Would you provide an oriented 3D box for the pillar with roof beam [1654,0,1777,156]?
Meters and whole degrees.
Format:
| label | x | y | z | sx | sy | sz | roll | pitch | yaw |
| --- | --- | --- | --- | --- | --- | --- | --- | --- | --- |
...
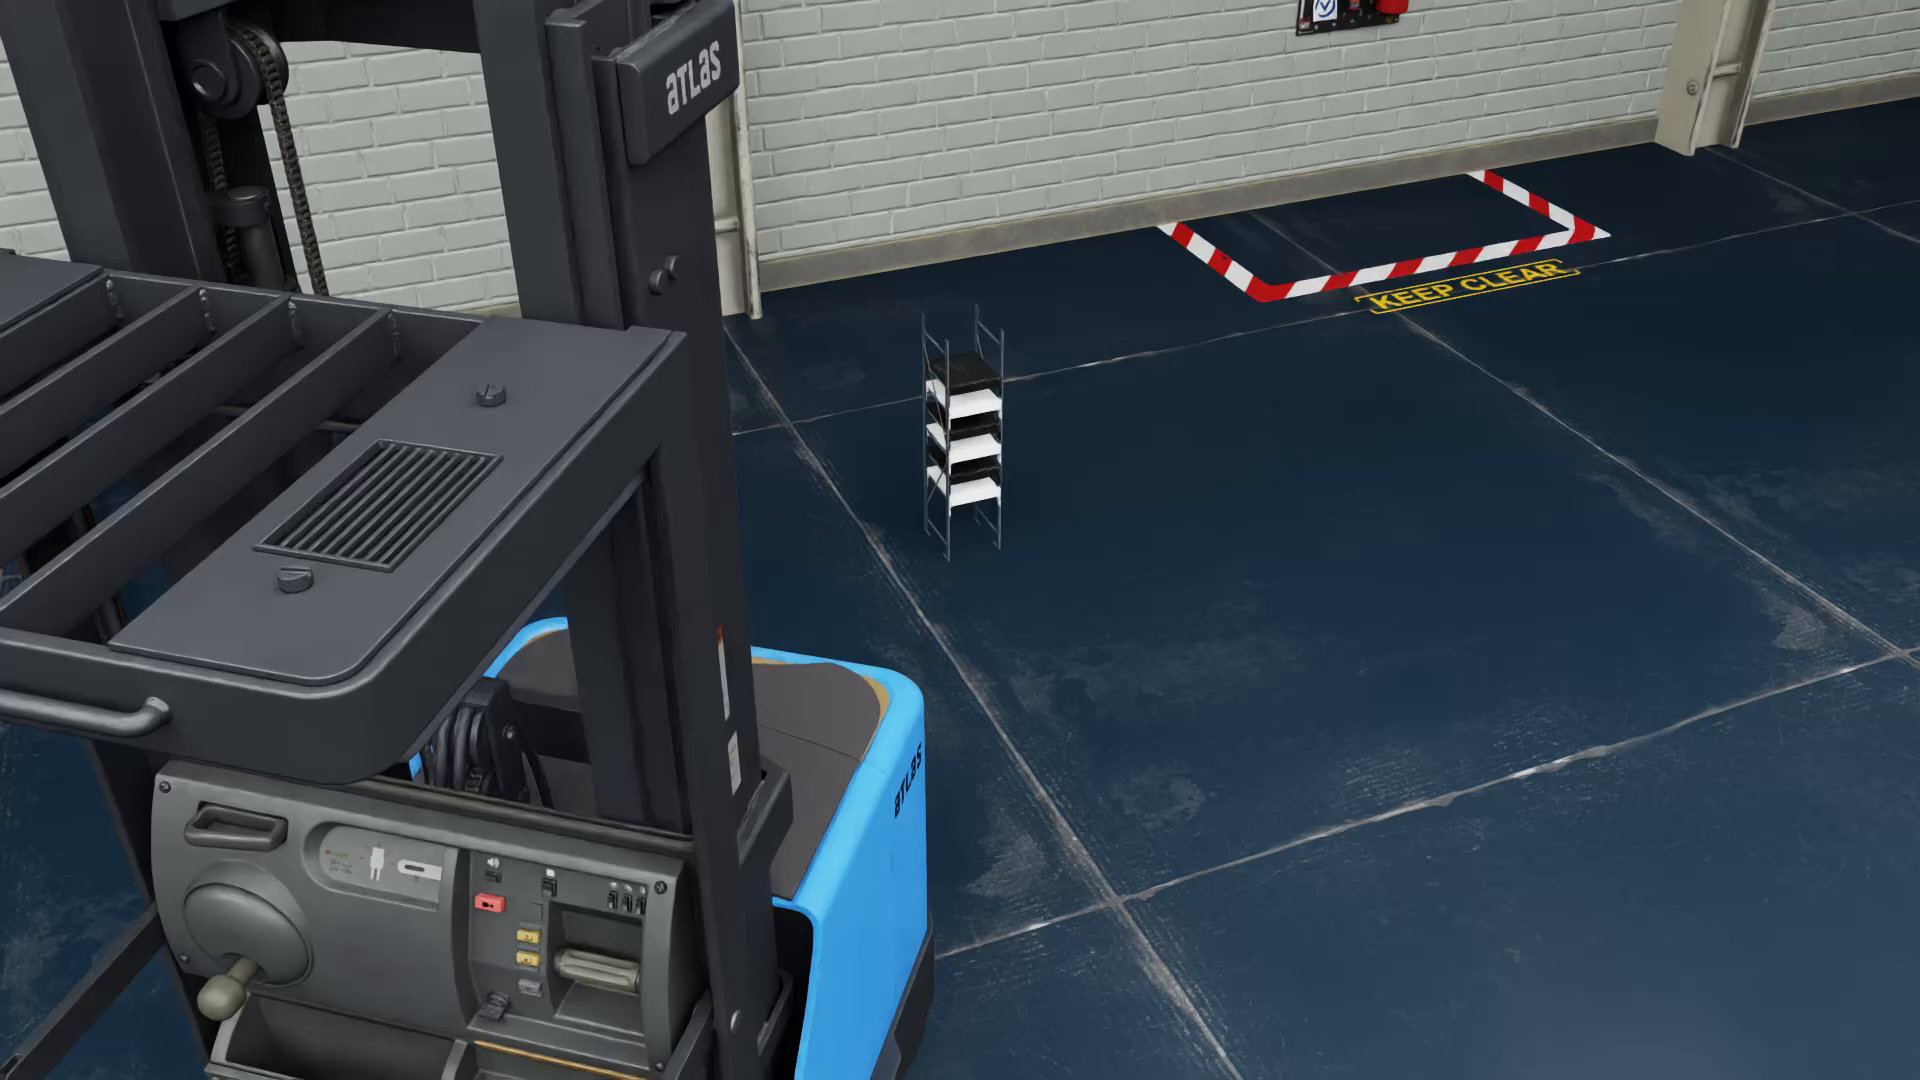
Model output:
| label | x | y | z | sx | sy | sz | roll | pitch | yaw |
| --- | --- | --- | --- | --- | --- | --- | --- | --- | --- |
| pillar with roof beam | 6.024 | -3.961 | 4.087 | 0.400 | 9.000 | 9.100 | -13 | 35 | -19 |

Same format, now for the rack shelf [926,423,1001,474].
| label | x | y | z | sx | sy | sz | roll | pitch | yaw |
| --- | --- | --- | --- | --- | --- | --- | --- | --- | --- |
| rack shelf | 0.007 | -0.351 | 6.025 | 0.200 | 0.077 | 0.258 | -13 | 35 | -19 |

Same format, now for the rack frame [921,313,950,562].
| label | x | y | z | sx | sy | sz | roll | pitch | yaw |
| --- | --- | --- | --- | --- | --- | --- | --- | --- | --- |
| rack frame | -0.086 | -0.357 | 5.974 | 0.006 | 0.900 | 0.240 | -13 | 35 | -19 |

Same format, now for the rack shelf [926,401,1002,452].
| label | x | y | z | sx | sy | sz | roll | pitch | yaw |
| --- | --- | --- | --- | --- | --- | --- | --- | --- | --- |
| rack shelf | 0.007 | -0.426 | 5.976 | 0.200 | 0.077 | 0.258 | -13 | 35 | -19 |

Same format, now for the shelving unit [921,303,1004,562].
| label | x | y | z | sx | sy | sz | roll | pitch | yaw |
| --- | --- | --- | --- | --- | --- | --- | --- | --- | --- |
| shelving unit | 0.007 | -0.379 | 6.007 | 0.210 | 0.900 | 0.258 | -13 | 35 | -19 |

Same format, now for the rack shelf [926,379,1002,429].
| label | x | y | z | sx | sy | sz | roll | pitch | yaw |
| --- | --- | --- | --- | --- | --- | --- | --- | --- | --- |
| rack shelf | 0.007 | -0.502 | 5.927 | 0.200 | 0.077 | 0.258 | -13 | 35 | -19 |

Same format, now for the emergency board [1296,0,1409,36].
| label | x | y | z | sx | sy | sz | roll | pitch | yaw |
| --- | --- | --- | --- | --- | --- | --- | --- | --- | --- |
| emergency board | 2.064 | -3.109 | 8.278 | 0.643 | 1.169 | 0.194 | -13 | 35 | -19 |

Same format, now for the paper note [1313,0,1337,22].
| label | x | y | z | sx | sy | sz | roll | pitch | yaw |
| --- | --- | --- | --- | --- | --- | --- | --- | --- | --- |
| paper note | 1.874 | -2.737 | 8.514 | 0.142 | 0.148 | 0.016 | -13 | 35 | -19 |

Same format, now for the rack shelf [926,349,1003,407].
| label | x | y | z | sx | sy | sz | roll | pitch | yaw |
| --- | --- | --- | --- | --- | --- | --- | --- | --- | --- |
| rack shelf | 0.007 | -0.577 | 5.878 | 0.200 | 0.077 | 0.258 | -13 | 35 | -19 |

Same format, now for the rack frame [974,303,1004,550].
| label | x | y | z | sx | sy | sz | roll | pitch | yaw |
| --- | --- | --- | --- | --- | --- | --- | --- | --- | --- |
| rack frame | 0.101 | -0.400 | 6.040 | 0.006 | 0.900 | 0.240 | -13 | 35 | -19 |

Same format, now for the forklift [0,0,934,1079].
| label | x | y | z | sx | sy | sz | roll | pitch | yaw |
| --- | --- | --- | --- | --- | --- | --- | --- | --- | --- |
| forklift | -0.944 | 0.683 | 2.512 | 1.130 | 2.935 | 3.031 | 8 | 34 | 13 |

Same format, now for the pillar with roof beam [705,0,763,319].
| label | x | y | z | sx | sy | sz | roll | pitch | yaw |
| --- | --- | --- | --- | --- | --- | --- | --- | --- | --- |
| pillar with roof beam | 0.492 | -2.695 | 2.140 | 0.400 | 9.000 | 9.100 | -13 | 35 | -19 |

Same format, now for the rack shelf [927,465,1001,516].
| label | x | y | z | sx | sy | sz | roll | pitch | yaw |
| --- | --- | --- | --- | --- | --- | --- | --- | --- | --- |
| rack shelf | 0.007 | -0.200 | 6.124 | 0.200 | 0.077 | 0.258 | -13 | 35 | -19 |

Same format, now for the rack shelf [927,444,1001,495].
| label | x | y | z | sx | sy | sz | roll | pitch | yaw |
| --- | --- | --- | --- | --- | --- | --- | --- | --- | --- |
| rack shelf | 0.007 | -0.276 | 6.074 | 0.200 | 0.077 | 0.258 | -13 | 35 | -19 |
